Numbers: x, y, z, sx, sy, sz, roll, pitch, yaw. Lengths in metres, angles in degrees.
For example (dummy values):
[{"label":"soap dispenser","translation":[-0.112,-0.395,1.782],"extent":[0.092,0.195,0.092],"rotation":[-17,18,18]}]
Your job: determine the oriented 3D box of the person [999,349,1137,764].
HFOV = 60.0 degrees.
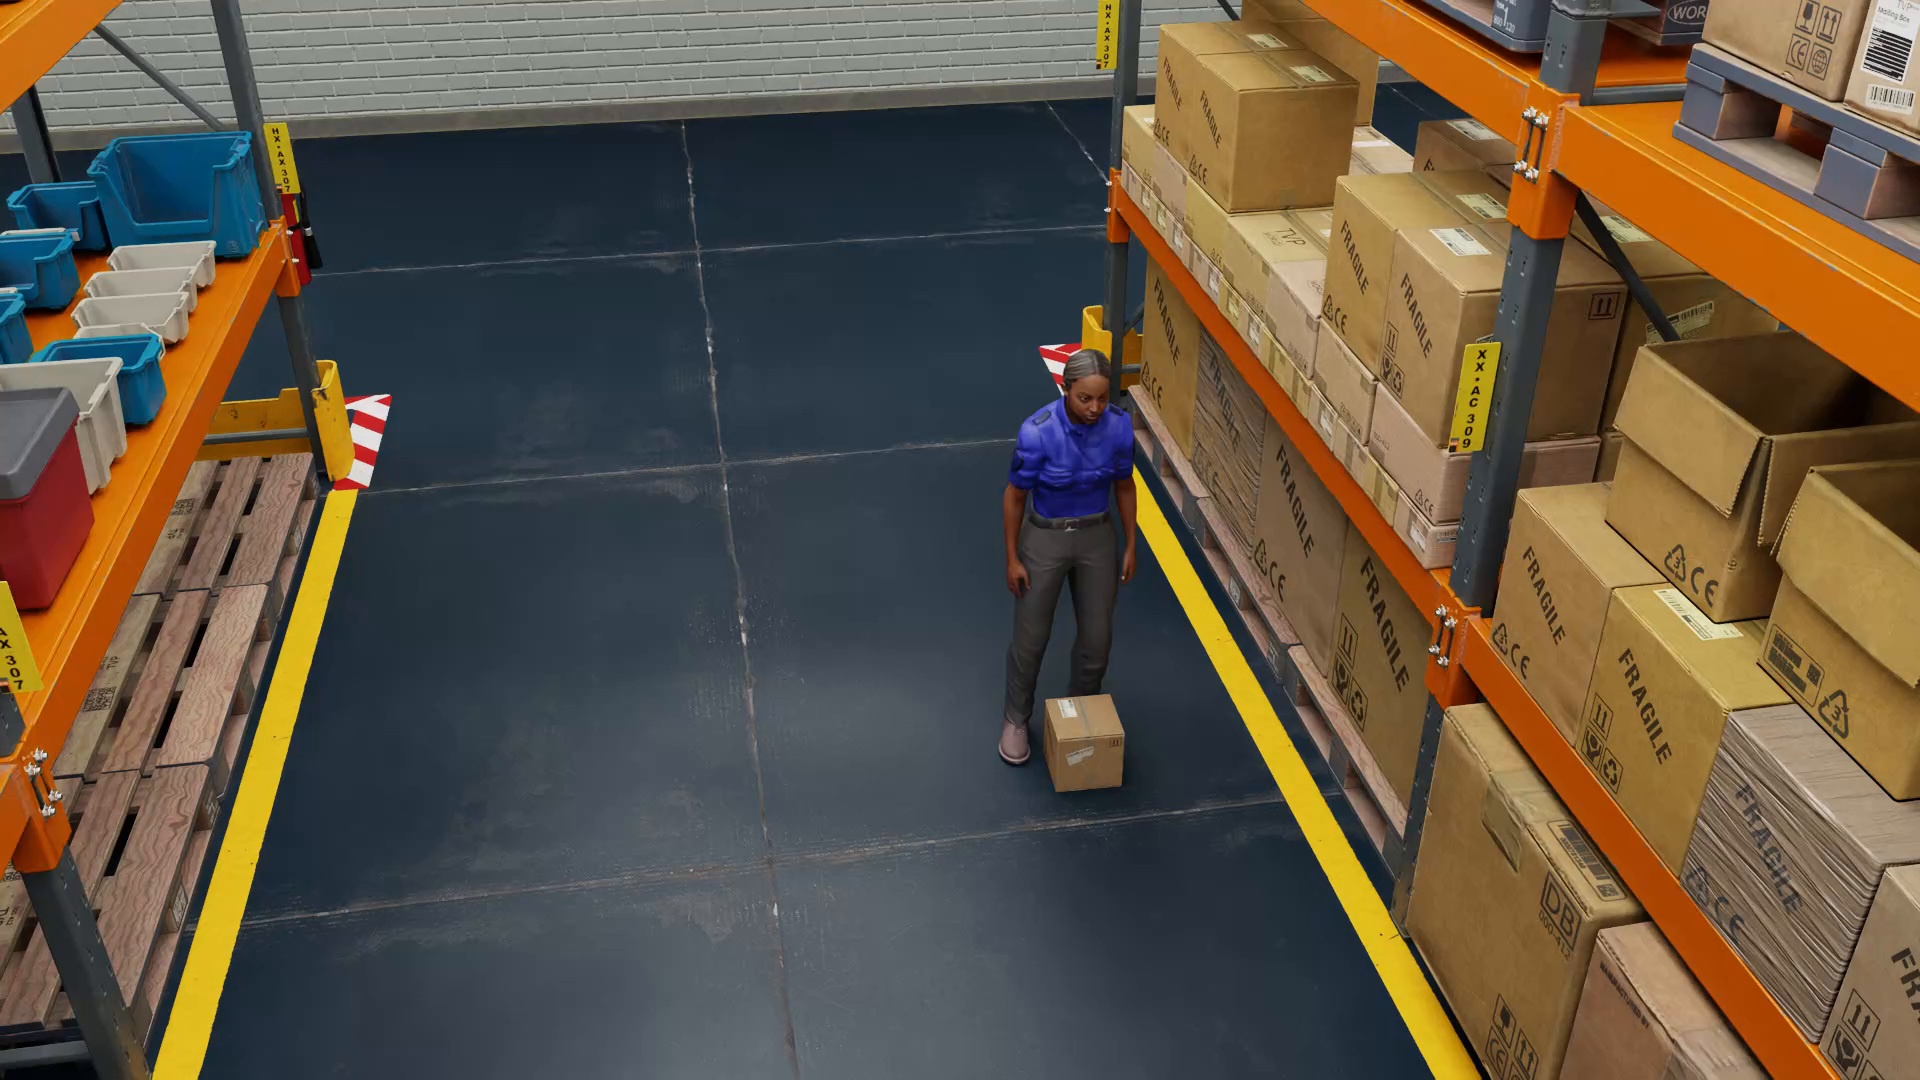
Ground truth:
[{"label":"person","translation":[0.391,0.045,6.062],"extent":[0.528,1.655,0.348],"rotation":[-6,31,-11]}]
